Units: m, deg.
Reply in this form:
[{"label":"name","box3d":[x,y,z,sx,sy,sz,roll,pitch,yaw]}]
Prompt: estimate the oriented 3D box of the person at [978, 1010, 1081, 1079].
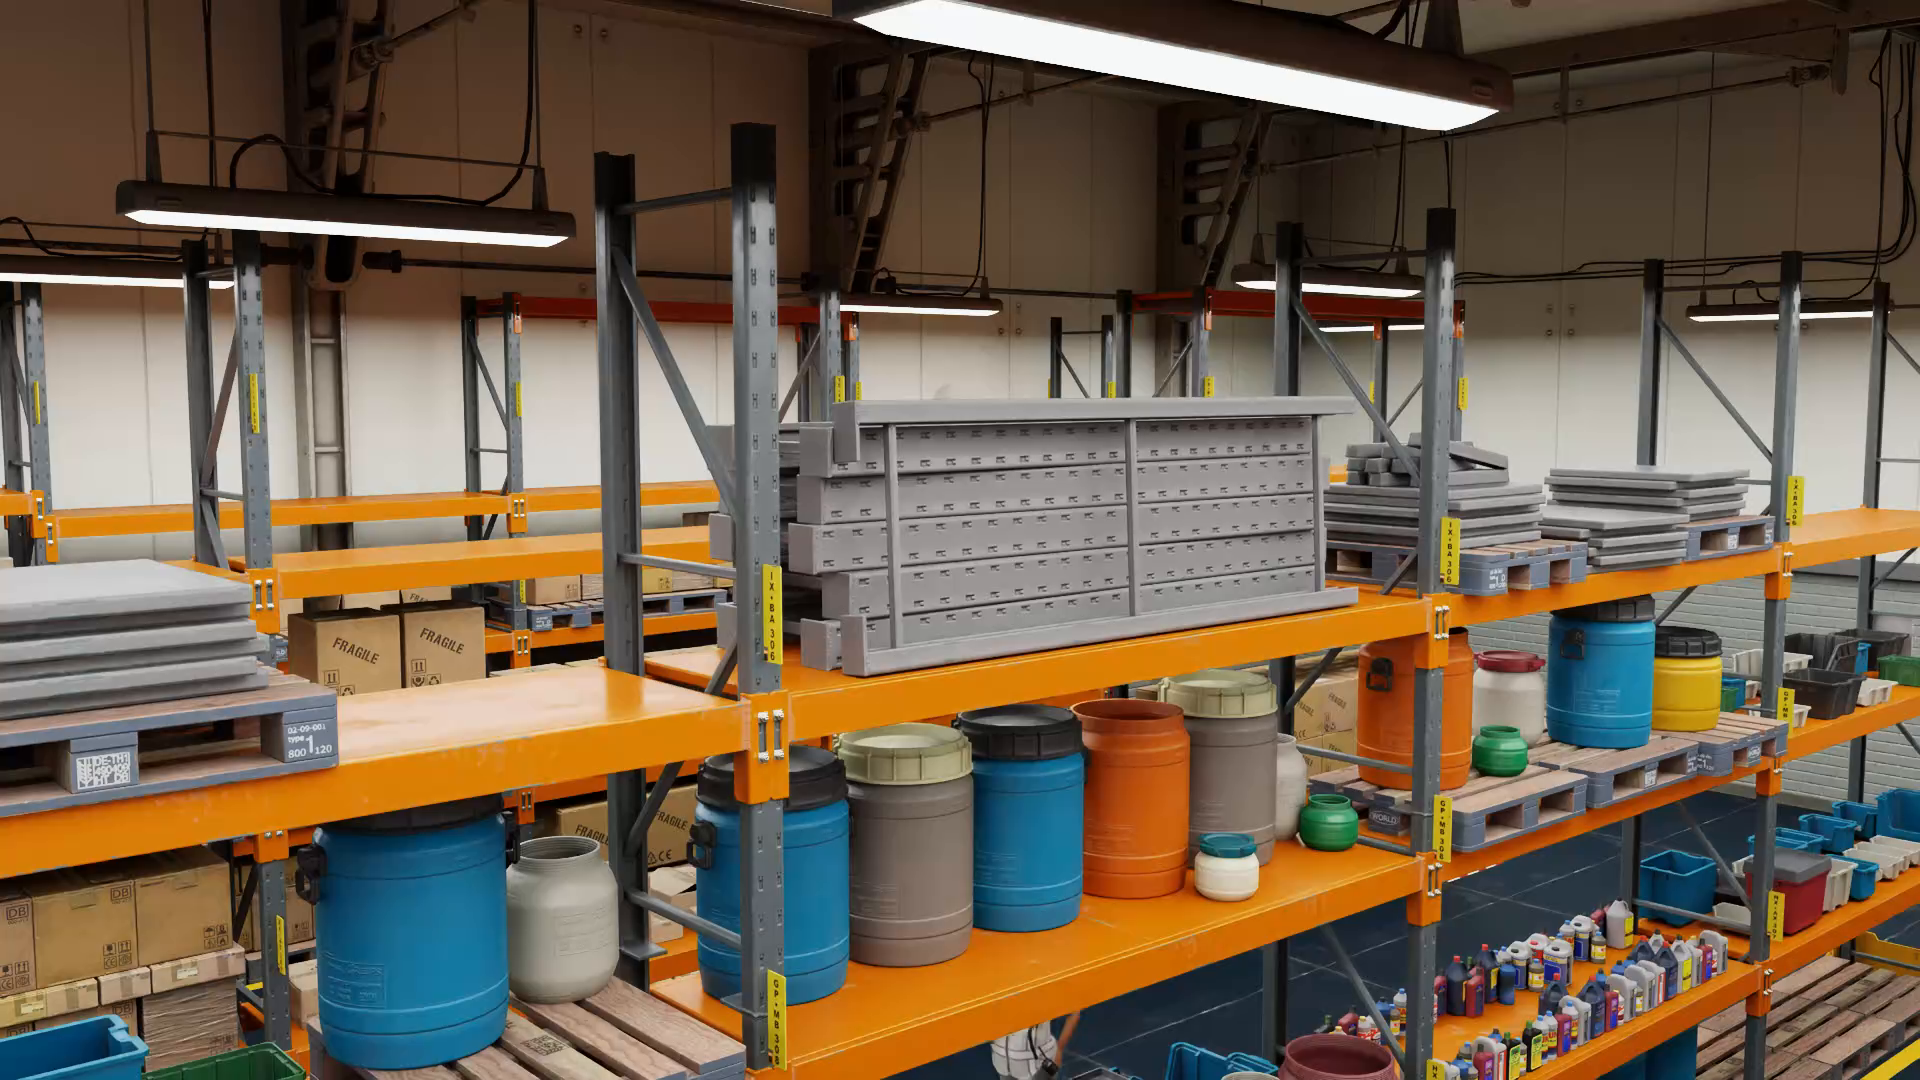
[{"label":"person","box3d":[0.413,3.355,10.469,0.550,1.715,0.821,4,7,39]}]
